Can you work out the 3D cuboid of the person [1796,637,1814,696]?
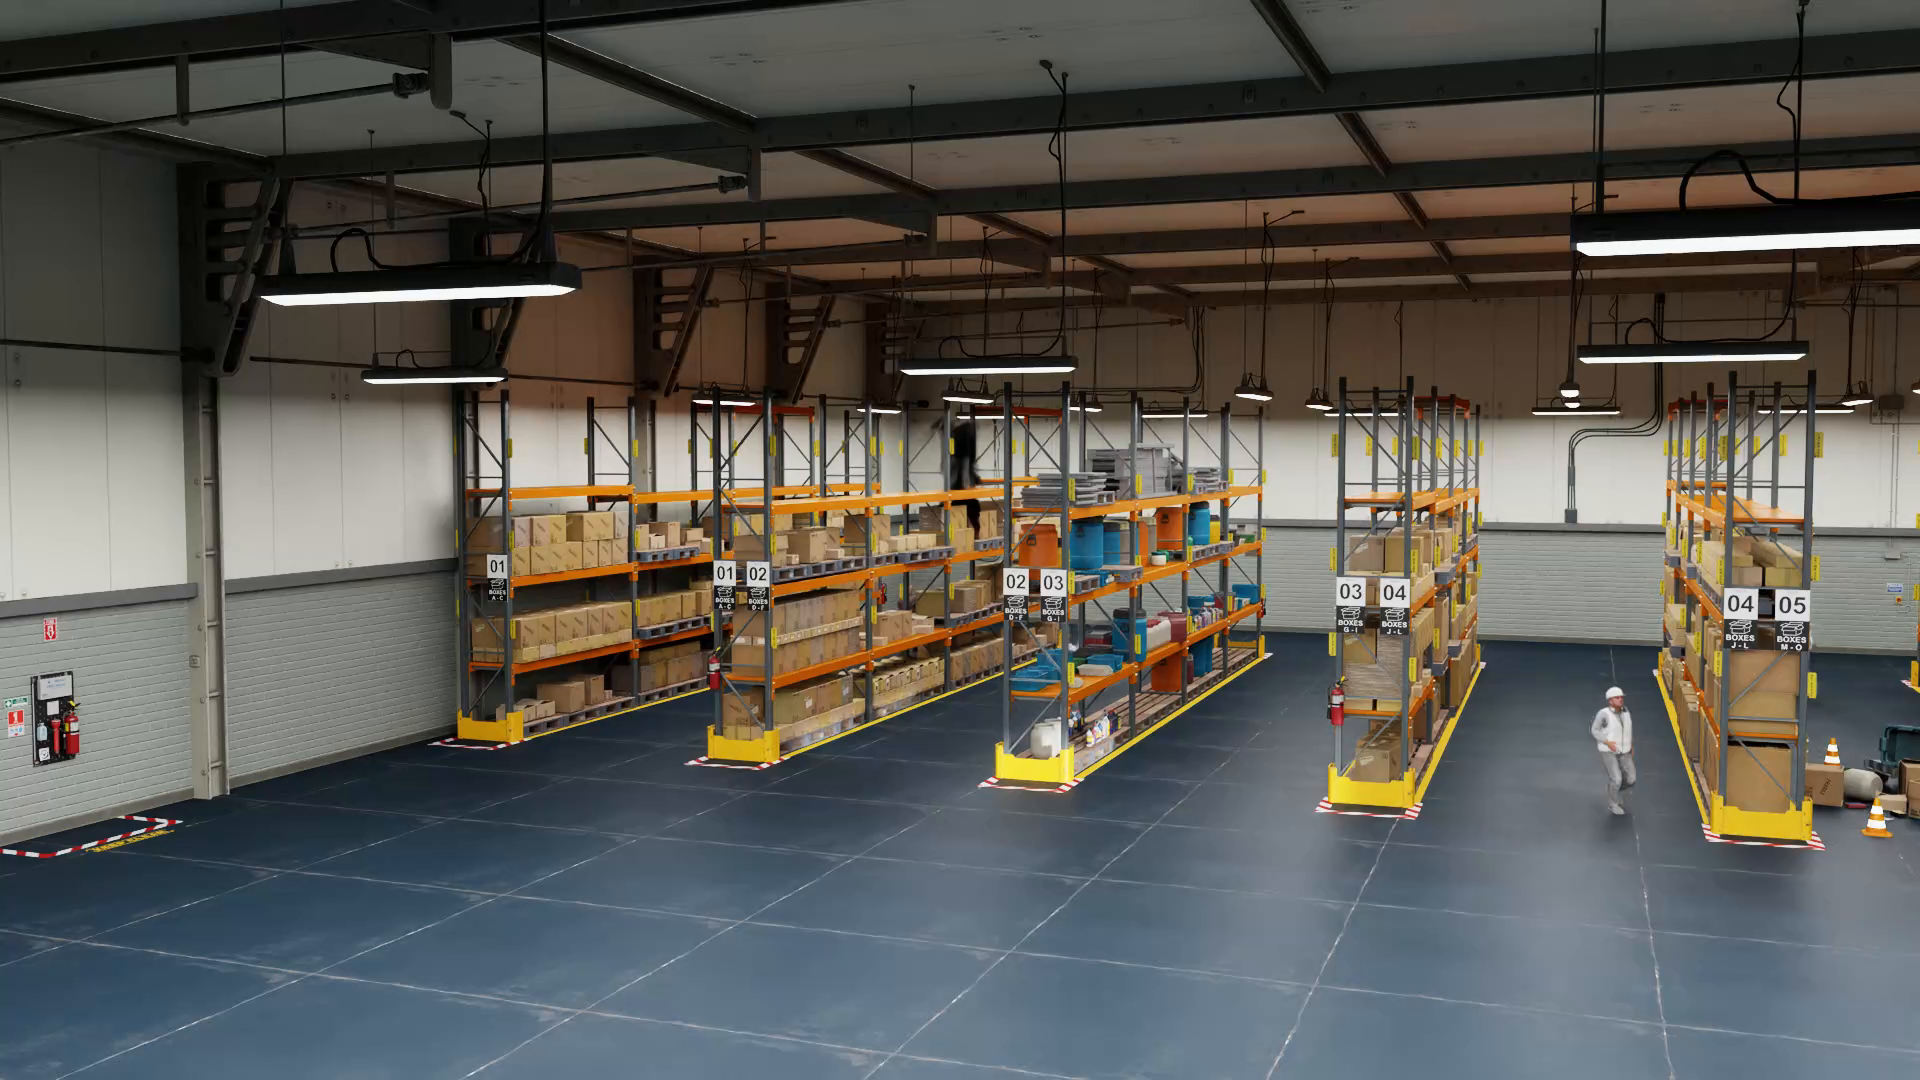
[{"bbox_3d":[16.947,2.365,33.690,0.521,1.567,0.540,1,3,10],"label":"person"}]

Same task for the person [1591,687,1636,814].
[{"bbox_3d":[8.983,2.885,22.818,0.677,1.740,0.577,-1,3,-12],"label":"person"}]

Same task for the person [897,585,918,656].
[{"bbox_3d":[-1.222,1.952,39.017,0.704,1.802,1.047,1,3,21],"label":"person"}]

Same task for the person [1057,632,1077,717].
[{"bbox_3d":[2.066,2.497,31.284,0.619,1.624,0.806,2,4,31],"label":"person"}]
